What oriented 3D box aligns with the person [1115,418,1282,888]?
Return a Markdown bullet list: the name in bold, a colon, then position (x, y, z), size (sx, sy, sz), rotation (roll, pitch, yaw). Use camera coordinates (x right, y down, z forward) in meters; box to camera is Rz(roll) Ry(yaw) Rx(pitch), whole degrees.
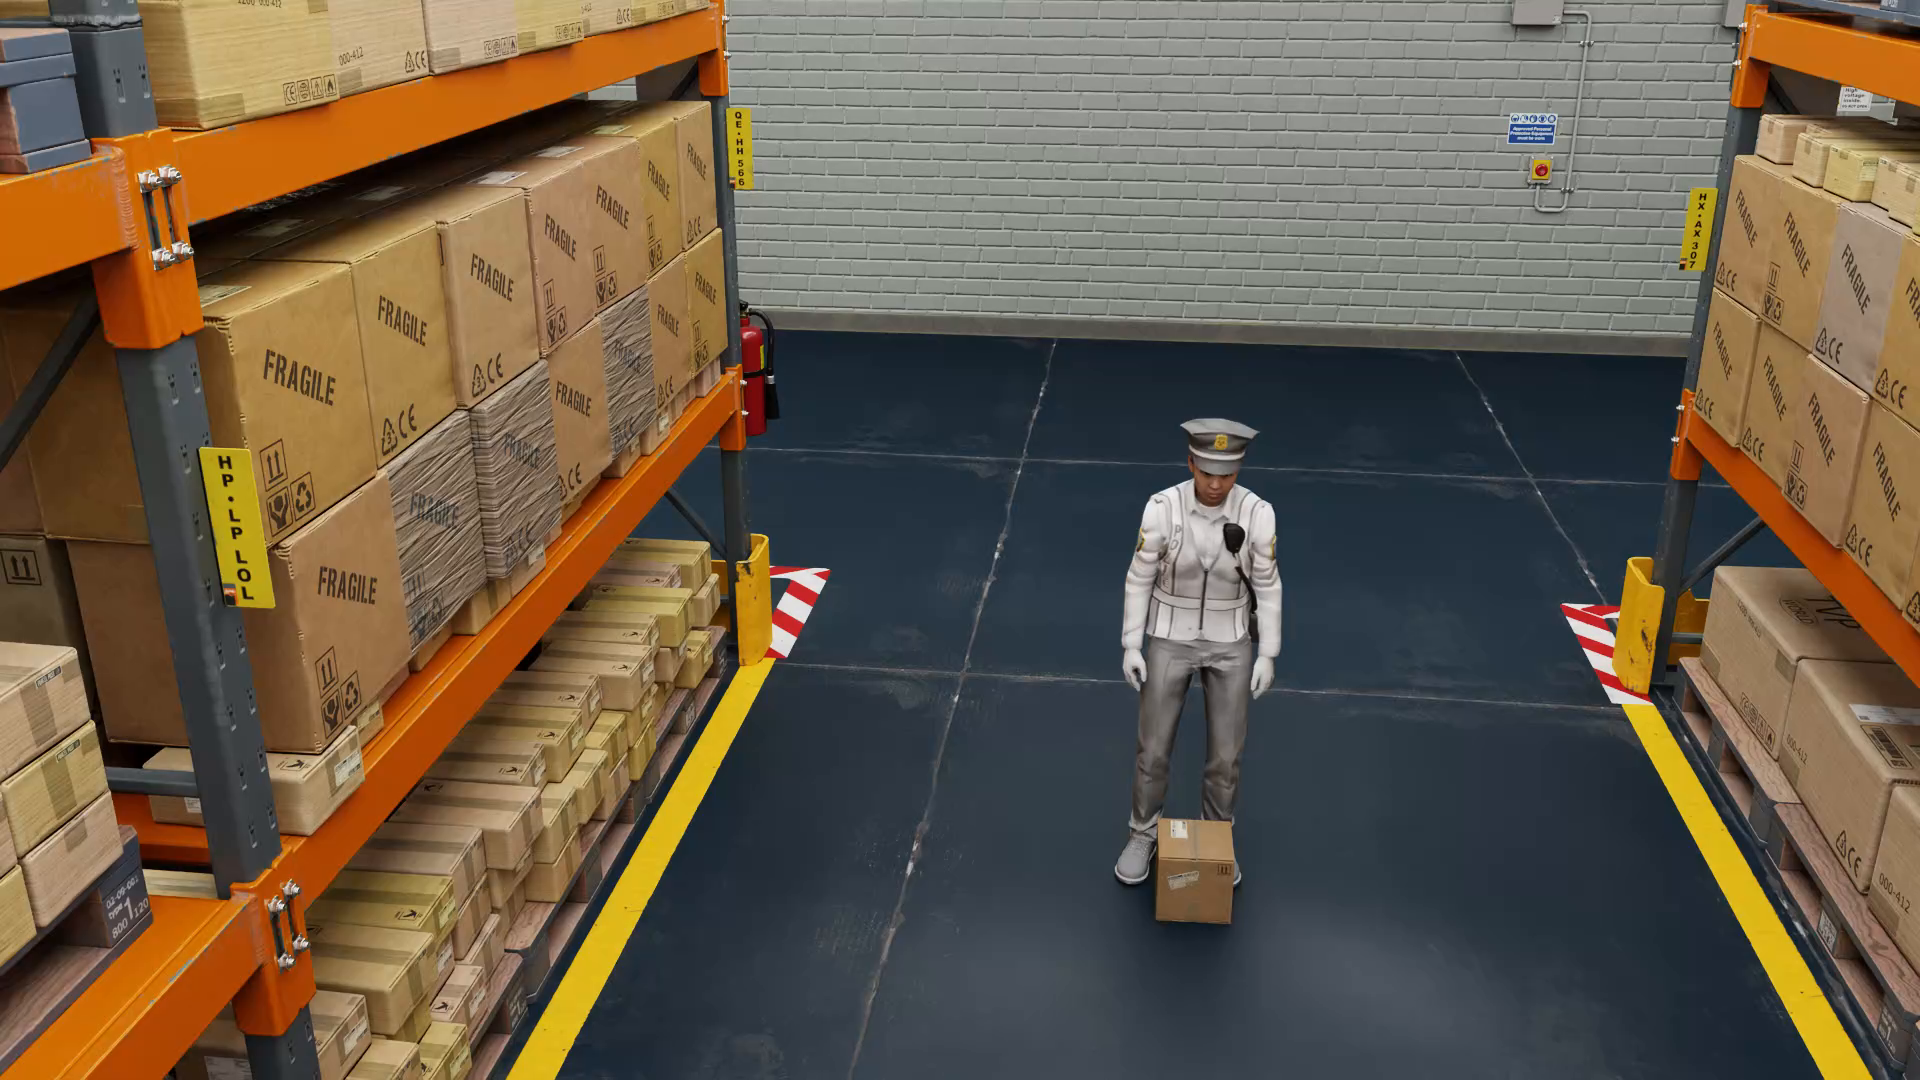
- **person**: position (0.809, 0.377, 5.610), size (0.529, 1.664, 0.371), rotation (3, 21, 7)
